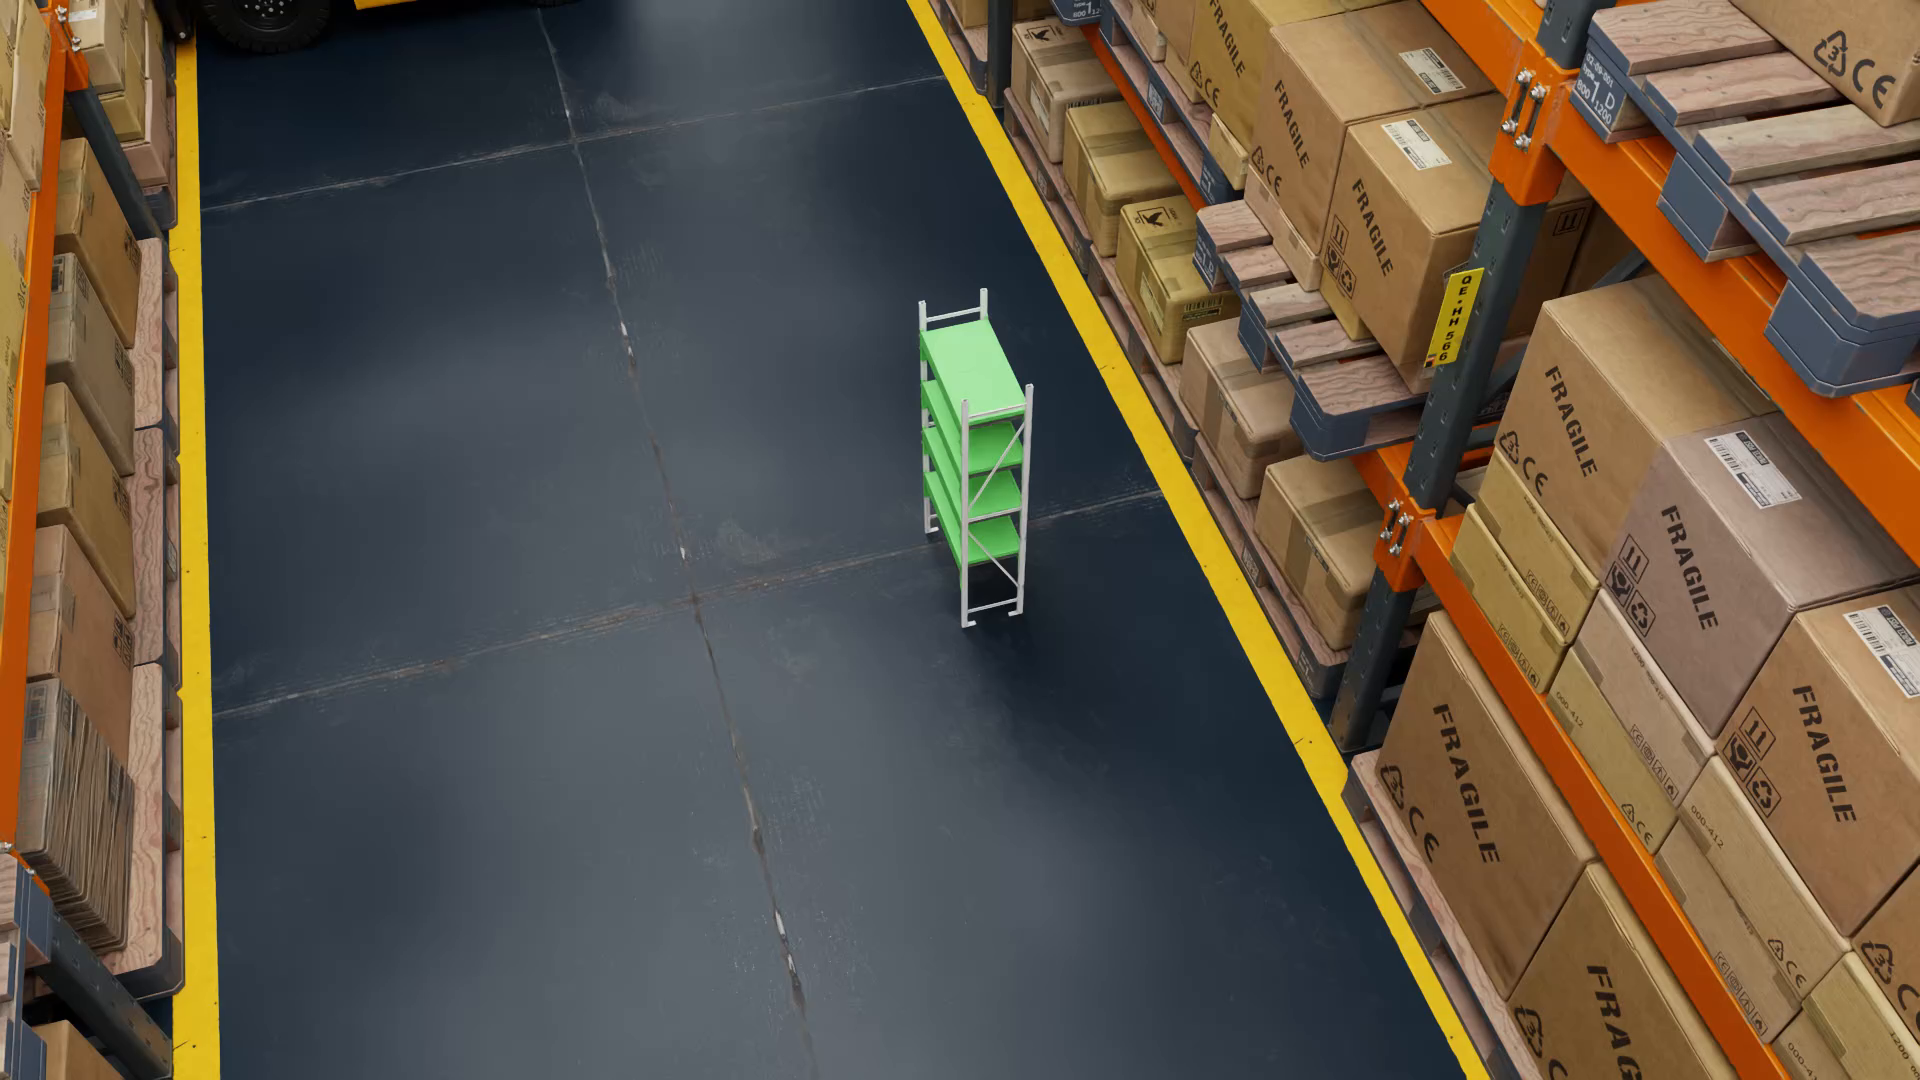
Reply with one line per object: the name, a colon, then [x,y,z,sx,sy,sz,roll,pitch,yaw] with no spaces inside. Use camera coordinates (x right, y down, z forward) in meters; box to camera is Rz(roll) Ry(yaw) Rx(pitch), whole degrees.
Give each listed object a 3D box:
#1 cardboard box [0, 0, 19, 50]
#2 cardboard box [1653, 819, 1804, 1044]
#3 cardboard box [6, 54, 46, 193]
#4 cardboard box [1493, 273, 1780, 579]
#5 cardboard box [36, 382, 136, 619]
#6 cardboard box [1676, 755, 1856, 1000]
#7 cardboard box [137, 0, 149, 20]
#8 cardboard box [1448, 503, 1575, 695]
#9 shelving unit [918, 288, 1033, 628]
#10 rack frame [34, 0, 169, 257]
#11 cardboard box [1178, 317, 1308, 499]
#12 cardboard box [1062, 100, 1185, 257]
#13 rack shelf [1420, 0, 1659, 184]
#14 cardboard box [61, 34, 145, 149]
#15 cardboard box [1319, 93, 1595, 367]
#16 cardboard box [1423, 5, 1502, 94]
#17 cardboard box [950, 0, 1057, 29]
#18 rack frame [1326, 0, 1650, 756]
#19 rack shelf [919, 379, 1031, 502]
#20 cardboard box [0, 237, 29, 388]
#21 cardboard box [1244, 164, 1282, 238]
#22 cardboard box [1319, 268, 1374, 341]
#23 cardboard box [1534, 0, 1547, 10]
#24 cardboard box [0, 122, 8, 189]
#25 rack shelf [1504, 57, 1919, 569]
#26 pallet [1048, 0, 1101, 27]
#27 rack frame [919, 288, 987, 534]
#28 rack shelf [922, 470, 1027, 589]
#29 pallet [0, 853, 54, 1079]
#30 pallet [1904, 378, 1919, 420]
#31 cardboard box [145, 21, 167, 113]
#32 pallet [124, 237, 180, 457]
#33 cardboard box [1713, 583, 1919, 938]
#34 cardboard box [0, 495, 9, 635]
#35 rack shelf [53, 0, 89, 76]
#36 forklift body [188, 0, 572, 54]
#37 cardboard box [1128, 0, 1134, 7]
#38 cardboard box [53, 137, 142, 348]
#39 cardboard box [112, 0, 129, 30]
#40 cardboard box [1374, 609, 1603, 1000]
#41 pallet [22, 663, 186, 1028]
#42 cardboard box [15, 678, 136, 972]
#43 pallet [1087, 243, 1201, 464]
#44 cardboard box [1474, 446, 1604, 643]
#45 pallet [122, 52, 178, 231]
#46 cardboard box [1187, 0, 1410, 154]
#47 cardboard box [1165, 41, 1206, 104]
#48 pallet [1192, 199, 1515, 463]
cardboard box: [-3.722,-1.970,6.010,0.500,0.250,0.500,-14,51,-12]
cardboard box: [2.035,0.857,3.954,0.500,0.250,0.500,-12,51,-10]
cardboard box: [-3.558,-1.435,5.885,0.500,0.250,0.500,-14,51,-11]
cardboard box: [1.725,-0.300,4.112,0.500,0.500,0.500,-15,51,-12]
cardboard box: [-3.500,-0.032,5.883,0.875,0.625,0.625,-15,52,-12]
cardboard box: [2.014,0.696,3.762,0.500,0.250,0.500,-13,51,-11]
cardboard box: [-4.248,-2.728,8.075,0.500,0.250,0.500,-14,51,-11]
cardboard box: [1.717,0.101,4.591,0.500,0.250,0.500,-14,51,-12]
shelving unit: [0.049,-0.266,5.979,0.258,1.200,0.503,-13,51,-11]
rack frame: [-4.111,-2.158,6.397,1.000,3.000,0.127,-13,51,-11]
cardboard box: [1.429,-0.602,6.529,0.950,0.372,0.625,-14,51,-12]
cardboard box: [1.003,-1.664,7.425,0.950,0.372,0.625,-10,51,-9]
rack shelf: [1.221,-2.557,5.242,1.077,0.370,4.000,-13,51,-11]
cardboard box: [-3.959,-1.991,7.453,0.500,0.250,0.500,-14,51,-11]
cardboard box: [1.412,-0.894,4.797,0.500,0.500,0.500,-15,51,-12]
cardboard box: [1.739,-1.385,5.211,0.500,0.500,0.500,-11,51,-9]
cardboard box: [0.198,-2.903,8.549,0.500,0.250,0.500,-11,51,-9]
rack frame: [1.812,-0.361,4.882,1.000,3.000,0.127,-13,51,-11]
rack shelf: [0.049,-0.379,5.844,0.258,0.148,0.480,-13,51,-11]
cardboard box: [-3.281,-0.690,5.257,0.500,0.250,0.500,-12,51,-10]
cardboard box: [1.158,-1.141,5.429,0.380,0.149,0.250,-16,52,-13]
cardboard box: [1.342,-0.782,5.126,0.380,0.149,0.250,-13,51,-10]
cardboard box: [1.519,-1.430,3.986,0.380,0.149,0.250,-13,51,-11]
cardboard box: [-3.417,-1.221,5.378,0.500,0.250,0.500,-12,51,-10]
rack shelf: [2.404,0.364,2.779,1.077,0.370,4.000,-13,51,-11]
pallet: [0.716,-2.630,6.920,1.003,0.211,1.213,-13,51,-11]
rack frame: [-0.023,-0.444,6.129,0.240,1.200,0.015,-13,51,-11]
rack shelf: [0.049,-0.070,6.211,0.258,0.148,0.480,-13,51,-11]
pallet: [-2.661,1.305,3.603,1.213,0.211,1.003,-13,51,-11]
pallet: [2.387,0.007,2.734,1.003,0.211,1.213,-11,51,-9]
cardboard box: [-4.103,-2.203,7.958,0.500,0.250,0.500,-14,51,-12]
pallet: [-3.856,-0.730,7.017,1.003,0.211,1.213,-13,51,-11]
cardboard box: [2.019,0.441,3.487,0.500,0.500,0.500,-12,51,-10]
cardboard box: [-2.970,0.064,4.622,0.500,0.250,0.500,-14,51,-12]
rack shelf: [-4.703,-3.387,7.903,1.077,0.370,4.000,-13,51,-11]
forklift body: [-2.991,-3.833,8.365,2.313,2.155,1.214,-13,51,-11]
cardboard box: [0.821,-2.110,6.246,0.380,0.149,0.250,-13,51,-11]
cardboard box: [-3.946,-1.149,6.825,0.875,0.625,0.625,-11,51,-9]
cardboard box: [-4.096,-2.529,7.580,0.500,0.250,0.500,-13,51,-11]
cardboard box: [1.937,0.711,5.093,0.875,0.875,0.875,-14,51,-11]
pallet: [-3.134,1.052,5.515,1.003,0.211,1.213,-13,51,-11]
cardboard box: [-3.100,0.935,5.068,0.875,0.625,0.625,-12,51,-10]
pallet: [1.225,-0.923,7.180,1.003,0.211,1.213,-13,51,-11]
cardboard box: [1.726,-0.048,4.390,0.500,0.250,0.500,-14,51,-11]
pallet: [-4.306,-1.849,7.961,1.003,0.211,1.213,-13,51,-11]
cardboard box: [1.099,-1.638,5.424,0.500,0.500,0.500,-16,52,-13]
cardboard box: [0.957,-1.716,5.914,0.380,0.149,0.250,-15,51,-12]
pallet: [1.500,-0.796,5.374,1.213,0.211,1.003,-13,51,-11]
